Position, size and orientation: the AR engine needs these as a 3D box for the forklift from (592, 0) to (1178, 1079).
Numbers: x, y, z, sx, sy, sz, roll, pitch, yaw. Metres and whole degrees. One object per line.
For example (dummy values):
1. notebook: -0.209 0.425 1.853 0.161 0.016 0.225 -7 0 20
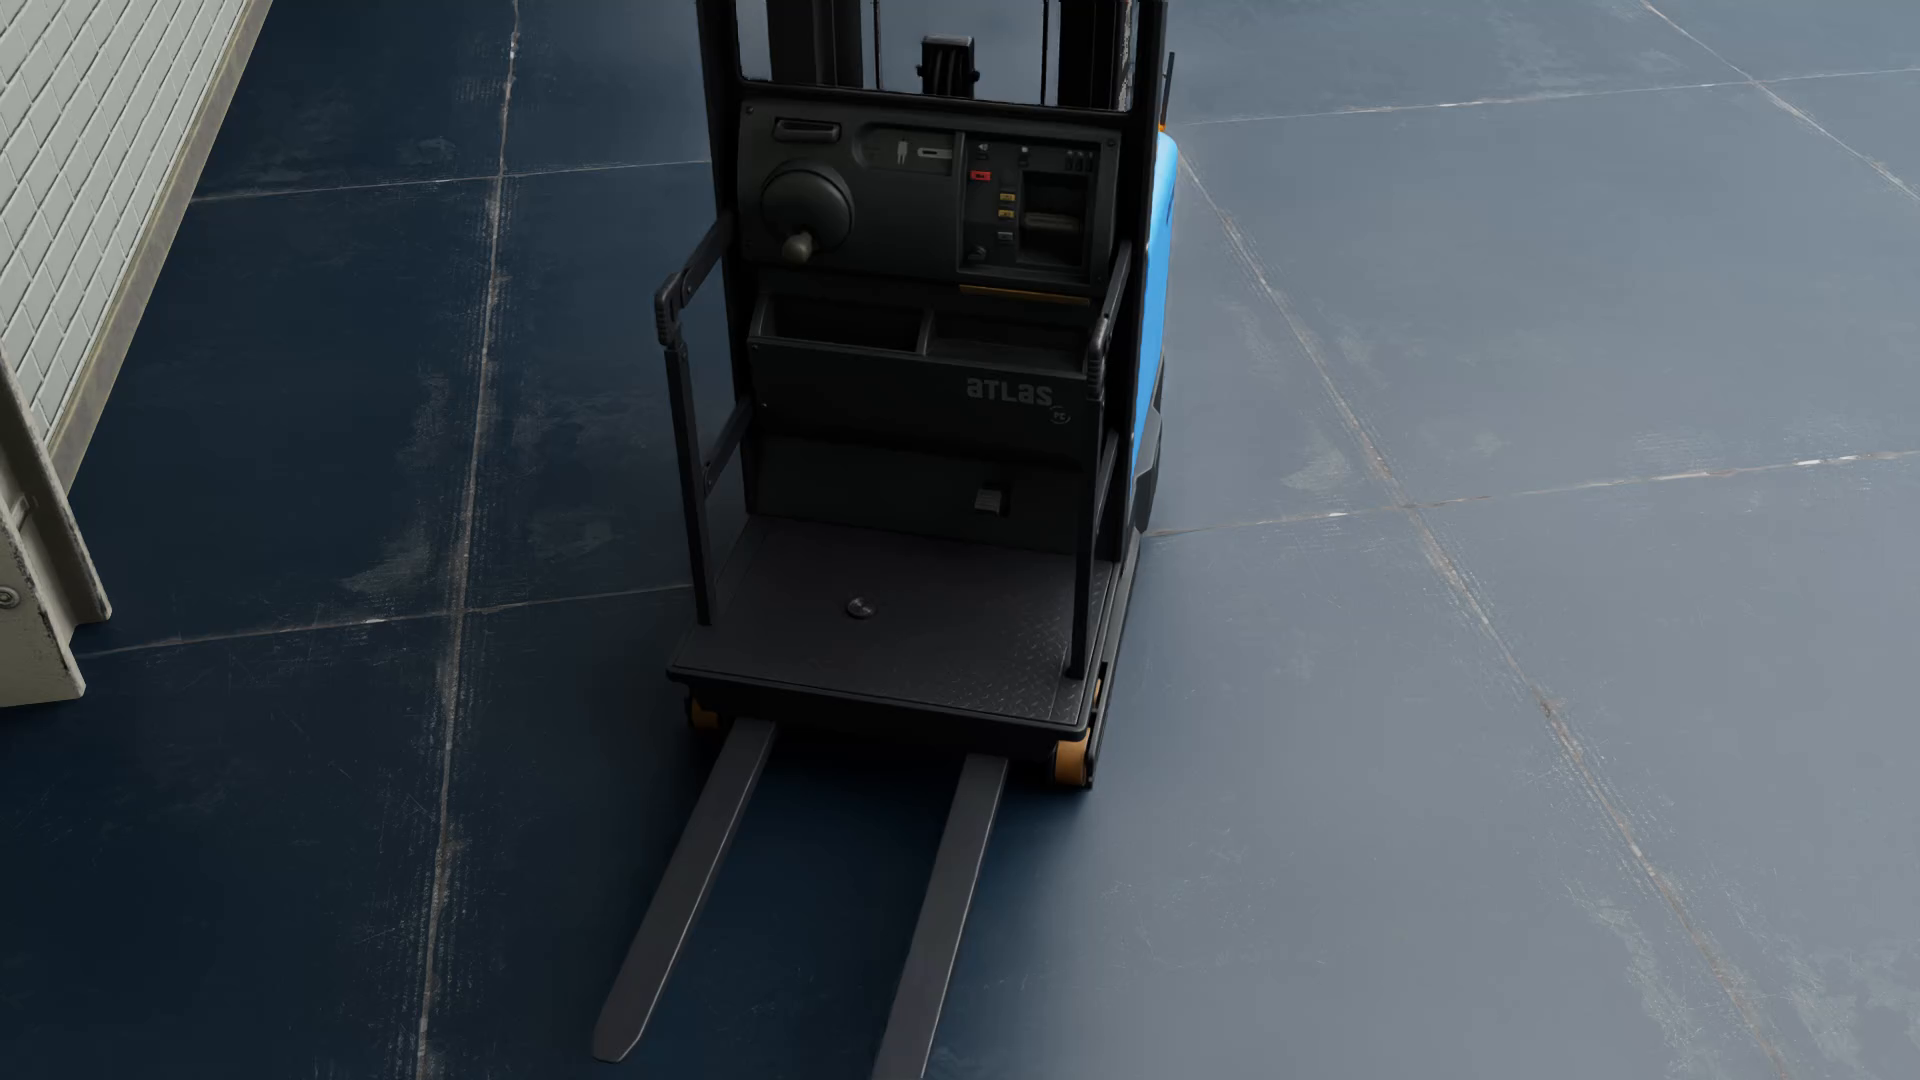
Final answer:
1. forklift: -0.127 -0.759 3.838 1.130 2.935 3.031 8 38 10

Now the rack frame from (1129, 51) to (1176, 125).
1. rack frame: 0.561 -1.108 5.702 0.006 1.200 0.240 -27 45 -38

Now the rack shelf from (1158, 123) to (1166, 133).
1. rack shelf: 0.518 -1.337 5.470 0.180 0.103 0.258 -27 45 -38

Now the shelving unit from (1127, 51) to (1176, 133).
1. shelving unit: 0.496 -1.076 5.646 0.189 1.200 0.258 -27 45 -38

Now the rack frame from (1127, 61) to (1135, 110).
1. rack frame: 0.431 -1.043 5.590 0.006 1.200 0.240 -27 45 -38
